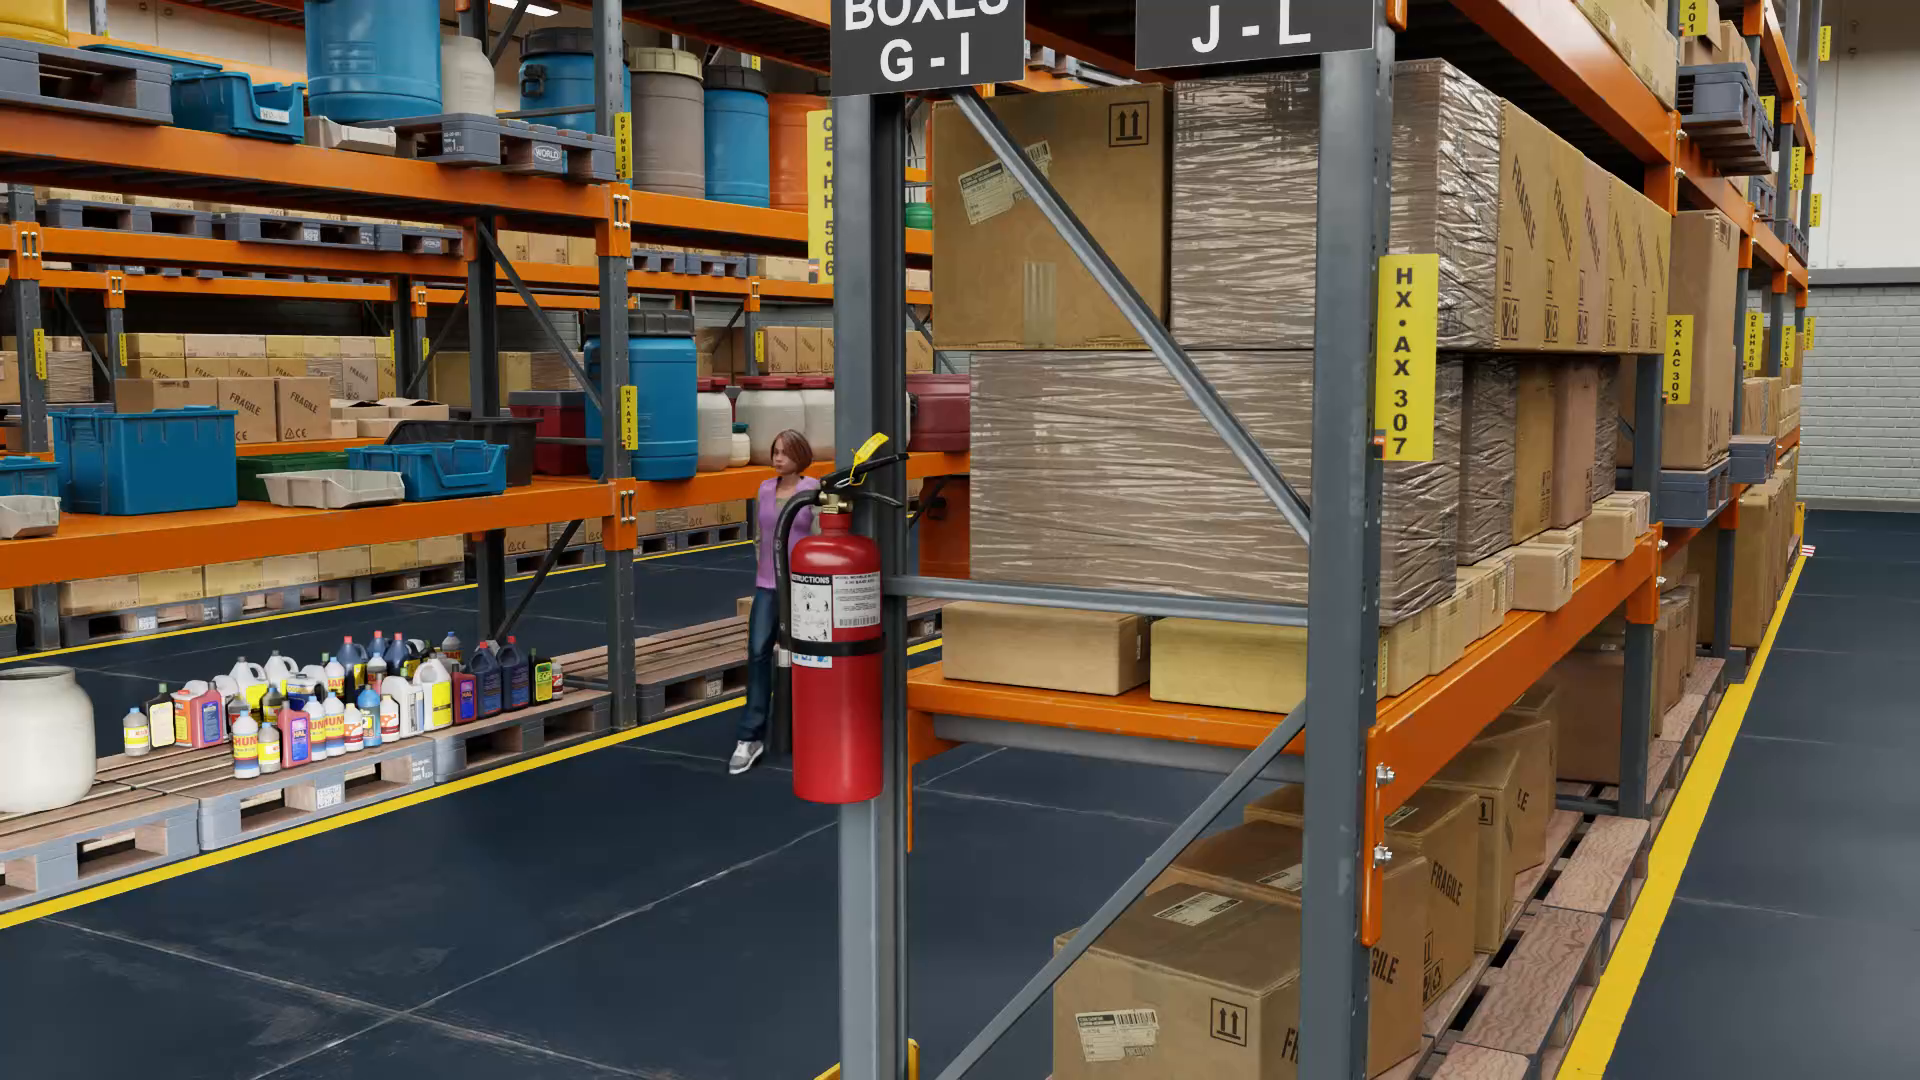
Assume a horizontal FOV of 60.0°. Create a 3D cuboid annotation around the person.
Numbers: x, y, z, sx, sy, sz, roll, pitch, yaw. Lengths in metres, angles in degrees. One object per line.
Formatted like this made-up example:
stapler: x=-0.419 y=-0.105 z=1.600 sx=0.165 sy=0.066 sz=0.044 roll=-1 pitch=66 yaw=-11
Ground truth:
person: x=-0.846 y=0.269 z=8.052 sx=0.423 sy=1.602 sz=0.745 roll=1 pitch=6 yaw=13
